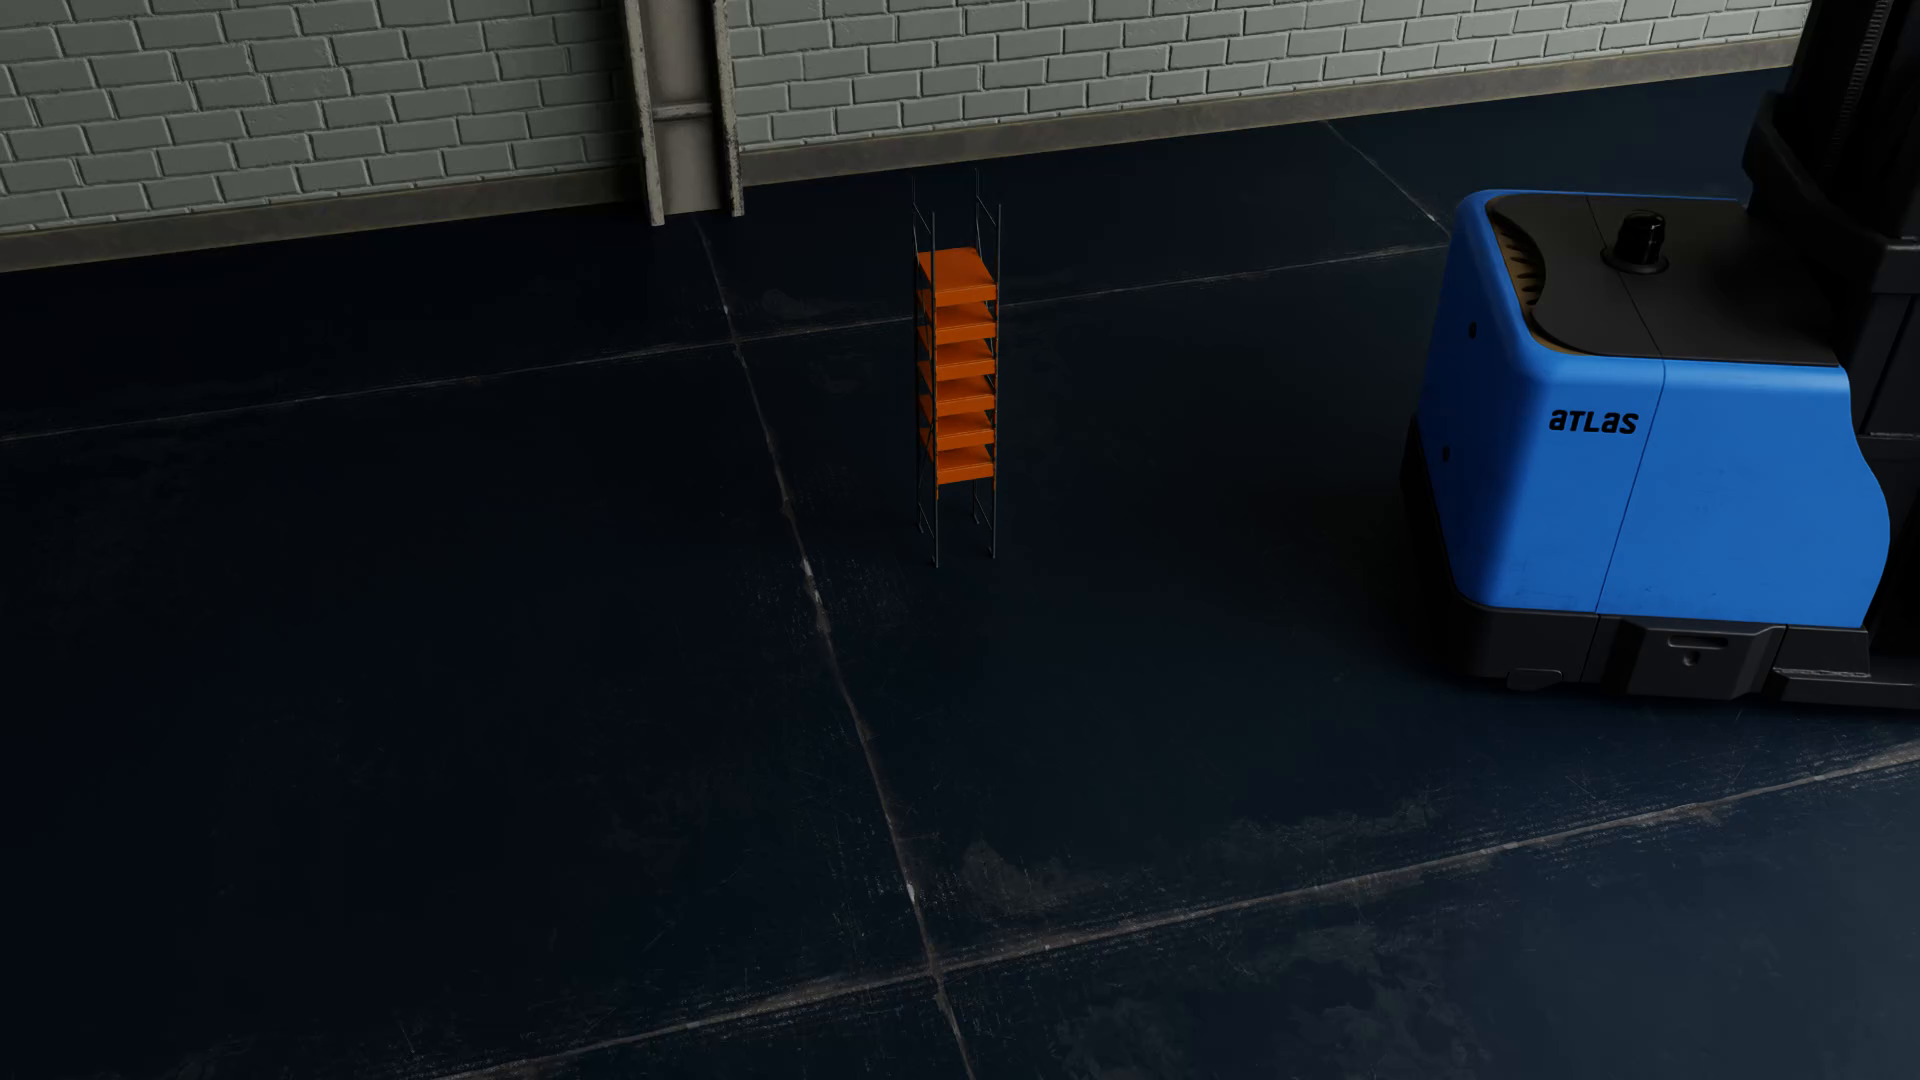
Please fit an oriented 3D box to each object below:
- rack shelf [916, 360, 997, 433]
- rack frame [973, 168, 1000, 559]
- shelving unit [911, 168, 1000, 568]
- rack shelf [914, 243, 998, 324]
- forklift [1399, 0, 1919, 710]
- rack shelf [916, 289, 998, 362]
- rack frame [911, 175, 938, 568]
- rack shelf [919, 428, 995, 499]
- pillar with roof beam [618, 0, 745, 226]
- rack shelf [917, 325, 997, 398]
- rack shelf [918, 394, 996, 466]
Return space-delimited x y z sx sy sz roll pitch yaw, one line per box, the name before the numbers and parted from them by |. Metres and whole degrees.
rack shelf | -0.014 -0.439 4.909 0.180 0.103 0.258 -9 38 -12
rack frame | 0.074 -0.489 4.901 0.006 1.200 0.240 -9 38 -12
shelving unit | -0.014 -0.474 4.882 0.189 1.200 0.258 -9 38 -12
rack shelf | -0.014 -0.725 4.691 0.180 0.103 0.258 -9 38 -12
forklift | 2.896 -0.966 4.101 3.031 2.935 1.130 3 38 4
rack shelf | -0.014 -0.630 4.764 0.180 0.103 0.258 -9 38 -12
rack frame | -0.102 -0.460 4.864 0.006 1.200 0.240 -9 38 -12
rack shelf | -0.014 -0.248 5.055 0.180 0.103 0.258 -9 38 -12
pillar with roof beam | -0.023 -2.486 1.093 0.400 9.000 9.100 -9 38 -12
rack shelf | -0.014 -0.534 4.837 0.180 0.103 0.258 -9 38 -12
rack shelf | -0.014 -0.344 4.982 0.180 0.103 0.258 -9 38 -12
